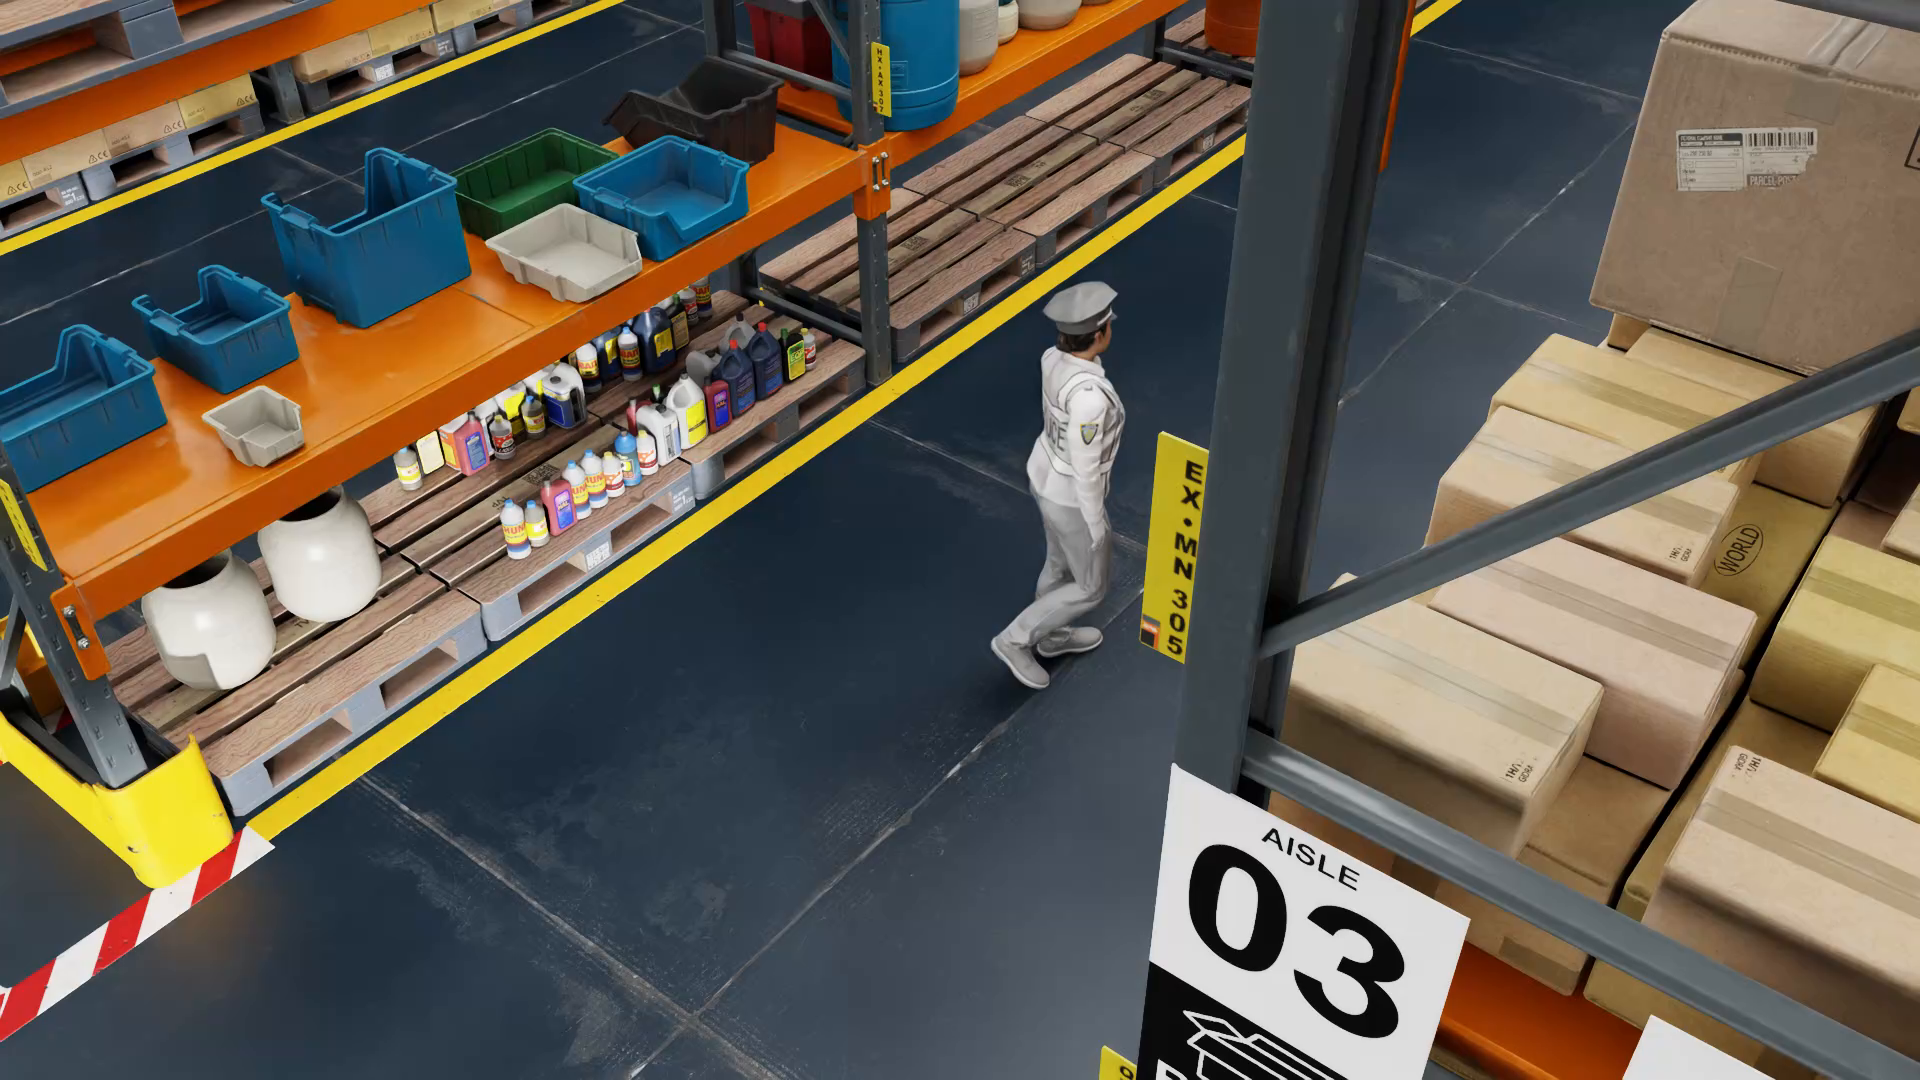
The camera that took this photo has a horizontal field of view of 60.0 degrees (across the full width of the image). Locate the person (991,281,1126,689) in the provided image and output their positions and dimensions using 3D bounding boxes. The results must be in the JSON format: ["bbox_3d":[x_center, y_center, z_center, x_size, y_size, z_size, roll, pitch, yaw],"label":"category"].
[{"bbox_3d":[0.351,-0.168,6.338,0.516,1.667,0.539,-8,40,-10],"label":"person"}]
